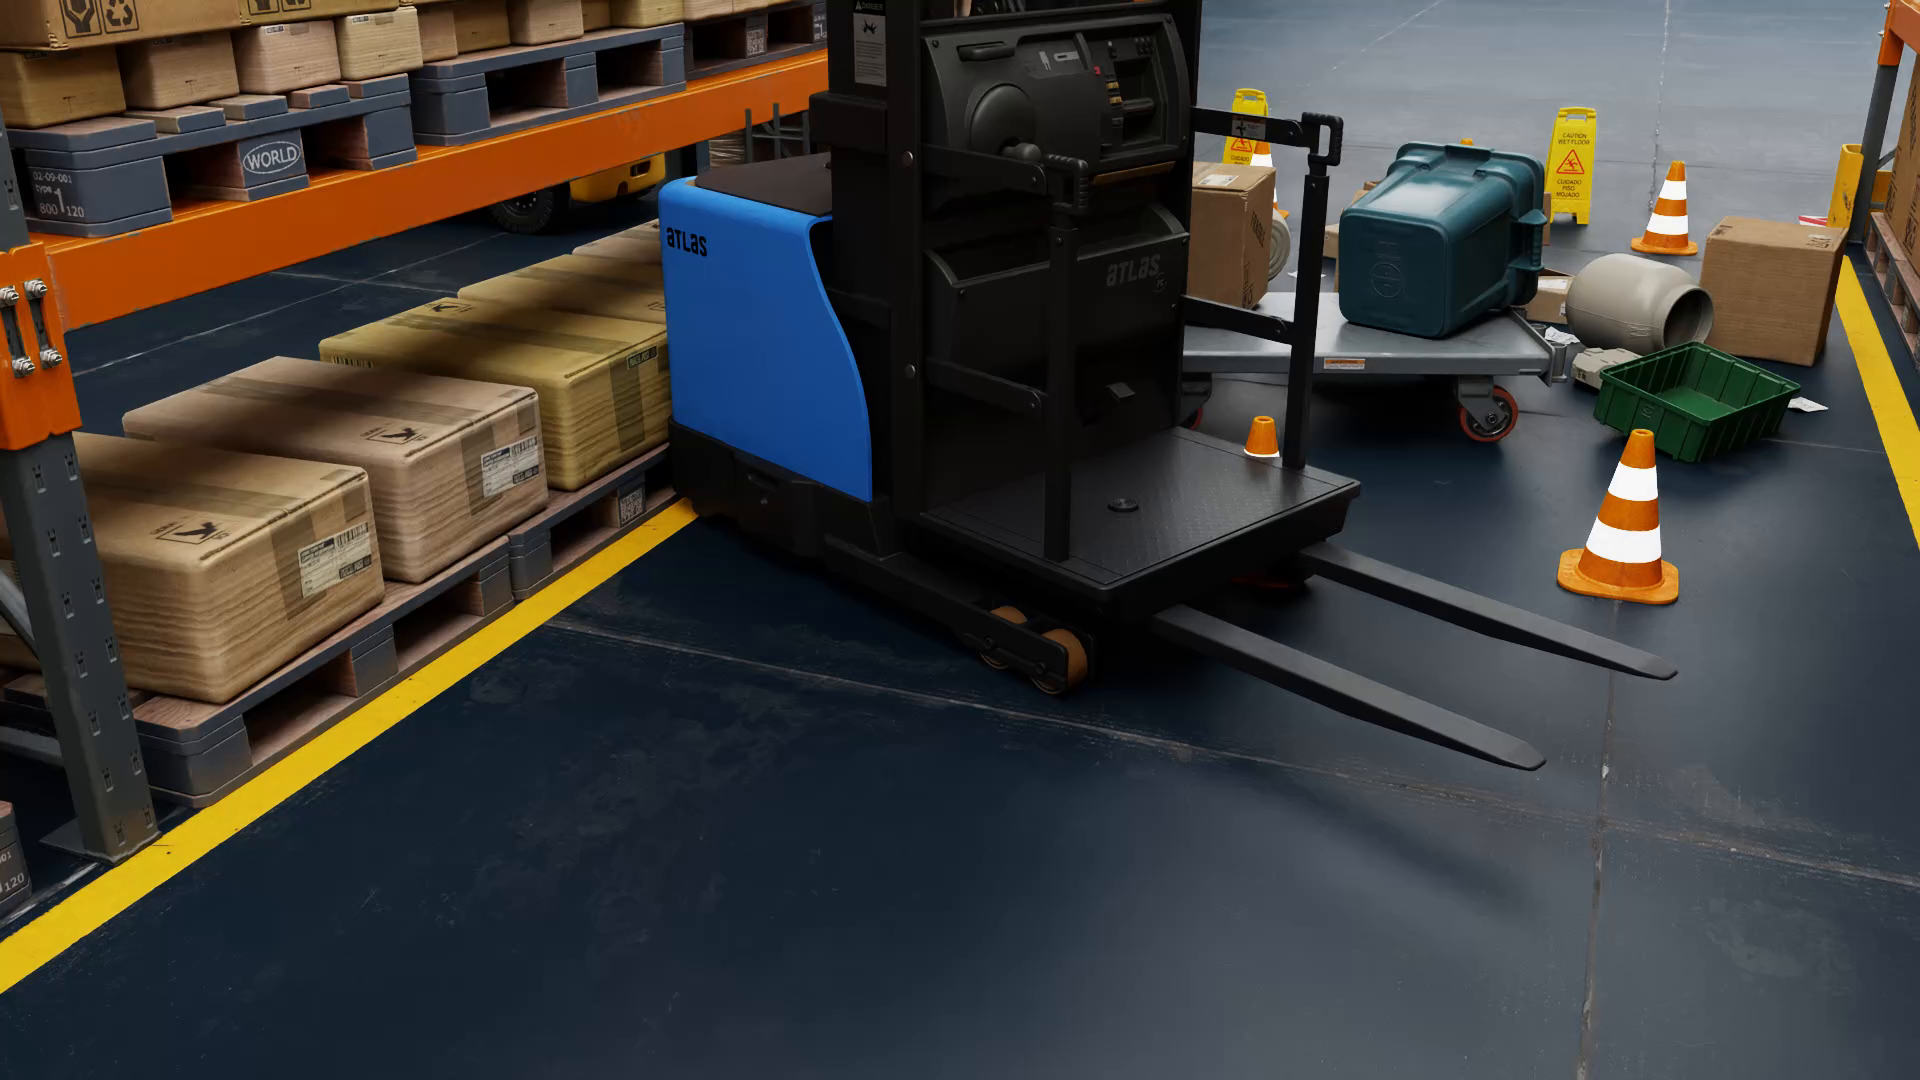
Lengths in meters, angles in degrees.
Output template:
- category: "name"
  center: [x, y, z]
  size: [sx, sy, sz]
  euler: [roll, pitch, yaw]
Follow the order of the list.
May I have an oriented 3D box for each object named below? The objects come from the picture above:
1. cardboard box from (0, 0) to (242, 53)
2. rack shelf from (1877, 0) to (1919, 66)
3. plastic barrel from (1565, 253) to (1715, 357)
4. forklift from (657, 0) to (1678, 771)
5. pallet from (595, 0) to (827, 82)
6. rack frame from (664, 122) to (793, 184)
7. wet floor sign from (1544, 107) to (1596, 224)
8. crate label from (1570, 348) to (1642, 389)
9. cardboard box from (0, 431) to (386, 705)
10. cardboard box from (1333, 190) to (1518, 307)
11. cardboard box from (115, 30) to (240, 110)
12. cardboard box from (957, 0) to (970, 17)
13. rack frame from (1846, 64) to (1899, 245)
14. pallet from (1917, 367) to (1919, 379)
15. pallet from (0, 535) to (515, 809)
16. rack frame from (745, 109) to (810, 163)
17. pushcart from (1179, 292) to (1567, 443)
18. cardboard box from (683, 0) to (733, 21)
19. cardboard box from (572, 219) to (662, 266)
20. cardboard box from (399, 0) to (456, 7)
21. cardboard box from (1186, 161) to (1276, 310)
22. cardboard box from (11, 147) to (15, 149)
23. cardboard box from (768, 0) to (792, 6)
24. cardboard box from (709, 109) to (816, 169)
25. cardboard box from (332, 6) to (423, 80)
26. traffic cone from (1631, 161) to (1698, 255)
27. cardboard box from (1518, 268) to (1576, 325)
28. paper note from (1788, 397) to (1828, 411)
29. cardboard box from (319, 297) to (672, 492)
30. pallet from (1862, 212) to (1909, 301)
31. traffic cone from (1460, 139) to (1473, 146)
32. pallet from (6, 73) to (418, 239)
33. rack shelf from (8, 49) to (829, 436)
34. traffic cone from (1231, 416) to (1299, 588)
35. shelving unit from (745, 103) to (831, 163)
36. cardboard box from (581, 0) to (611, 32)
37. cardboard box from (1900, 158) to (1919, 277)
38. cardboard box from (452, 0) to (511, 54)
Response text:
- category: "cardboard box"
  center: [-1.869, -1.280, 3.363]
  size: [0.500, 0.500, 0.500]
  euler: [8, 24, 19]
- category: "rack shelf"
  center: [4.612, -1.918, 6.883]
  size: [1.077, 0.370, 4.000]
  euler: [9, 24, 20]
- category: "plastic barrel"
  center: [2.866, -0.971, 7.026]
  size: [0.421, 0.421, 0.512]
  euler: [-12, 25, -26]
- category: "forklift"
  center: [0.424, -1.177, 4.264]
  size: [1.130, 2.935, 3.031]
  euler: [-20, 30, -39]
- category: "pallet"
  center: [-1.184, -1.866, 6.073]
  size: [1.003, 0.211, 1.213]
  euler: [9, 24, 20]
- category: "rack frame"
  center: [-0.765, -2.207, 6.641]
  size: [1.000, 3.000, 0.127]
  euler: [9, 24, 20]
- category: "wet floor sign"
  center: [3.527, -2.173, 9.615]
  size: [0.267, 0.644, 0.232]
  euler: [5, 23, 11]
- category: "crate label"
  center: [2.629, -0.682, 6.705]
  size: [0.298, 0.136, 0.250]
  euler: [-7, 24, -17]
- category: "cardboard box"
  center: [-2.031, 0.043, 4.121]
  size: [0.950, 0.372, 0.625]
  euler: [7, 24, 16]
- category: "cardboard box"
  center: [2.079, -1.222, 7.347]
  size: [0.797, 0.637, 0.503]
  euler: [9, 24, 20]
- category: "cardboard box"
  center: [-1.821, -1.039, 3.627]
  size: [0.380, 0.149, 0.250]
  euler: [7, 24, 17]
- category: "cardboard box"
  center: [-0.110, -2.438, 7.522]
  size: [0.380, 0.149, 0.250]
  euler: [10, 25, 22]
- category: "rack frame"
  center: [5.354, -2.966, 8.458]
  size: [1.000, 3.000, 0.127]
  euler: [9, 24, 20]
- category: "pallet"
  center: [4.224, -0.508, 6.193]
  size: [1.003, 0.211, 1.213]
  euler: [9, 24, 20]
- category: "pallet"
  center: [-1.959, 0.232, 4.421]
  size: [1.003, 0.211, 1.213]
  euler: [9, 24, 20]
- category: "rack frame"
  center: [-0.612, -0.872, 5.760]
  size: [0.240, 1.200, 0.006]
  euler: [10, 23, 23]
- category: "pushcart"
  center: [1.371, -0.688, 6.408]
  size: [1.648, 0.377, 0.936]
  euler: [1, 23, 2]
- category: "cardboard box"
  center: [-0.968, -1.780, 5.401]
  size: [0.380, 0.149, 0.250]
  euler: [9, 24, 20]
- category: "cardboard box"
  center: [-0.957, -1.000, 6.617]
  size: [0.950, 0.372, 0.625]
  euler: [9, 24, 21]
- category: "cardboard box"
  center: [-1.490, -1.659, 4.269]
  size: [0.500, 0.500, 0.500]
  euler: [9, 24, 21]
- category: "cardboard box"
  center: [0.899, -1.159, 6.393]
  size: [0.500, 0.500, 0.500]
  euler: [9, 24, 20]
- category: "cardboard box"
  center: [-4.908, -2.201, 9.001]
  size: [0.500, 0.250, 0.500]
  euler: [9, 24, 20]
- category: "cardboard box"
  center: [-0.814, -1.969, 5.854]
  size: [0.380, 0.149, 0.250]
  euler: [8, 24, 18]
- category: "cardboard box"
  center: [-0.794, -1.728, 7.545]
  size: [0.500, 0.500, 0.500]
  euler: [8, 24, 19]
- category: "cardboard box"
  center: [-1.555, -1.226, 4.075]
  size: [0.380, 0.149, 0.250]
  euler: [9, 24, 20]
- category: "traffic cone"
  center: [3.839, -1.808, 8.979]
  size: [0.336, 0.463, 0.334]
  euler: [9, 24, 20]
- category: "cardboard box"
  center: [2.797, -1.151, 7.662]
  size: [0.396, 0.266, 0.258]
  euler: [13, 26, 29]
- category: "paper note"
  center: [3.278, -0.535, 6.490]
  size: [0.147, 0.020, 0.142]
  euler: [-7, 24, -17]
- category: "cardboard box"
  center: [-1.478, -0.493, 5.403]
  size: [0.950, 0.372, 0.625]
  euler: [10, 25, 22]
- category: "pallet"
  center: [5.130, -1.382, 8.284]
  size: [1.003, 0.211, 1.213]
  euler: [9, 24, 20]
- category: "traffic cone"
  center: [2.916, -2.092, 9.658]
  size: [0.336, 0.463, 0.334]
  euler: [9, 24, 20]
- category: "pallet"
  center: [-2.085, -0.957, 3.899]
  size: [1.213, 0.211, 1.003]
  euler: [9, 24, 20]
- category: "rack shelf"
  center: [-1.508, -1.159, 5.067]
  size: [1.077, 0.370, 4.000]
  euler: [9, 24, 20]
- category: "traffic cone"
  center: [0.895, -0.145, 4.997]
  size: [0.336, 0.463, 0.334]
  euler: [9, 24, 20]
- category: "shelving unit"
  center: [-0.574, -0.903, 5.837]
  size: [0.258, 1.200, 0.189]
  euler: [10, 23, 23]
- category: "cardboard box"
  center: [-1.285, -1.618, 5.014]
  size: [0.380, 0.149, 0.250]
  euler: [8, 24, 18]
- category: "cardboard box"
  center: [4.839, -1.612, 7.429]
  size: [0.875, 0.875, 0.875]
  euler: [8, 24, 19]
- category: "cardboard box"
  center: [-1.469, -1.430, 4.563]
  size: [0.380, 0.149, 0.250]
  euler: [10, 25, 22]
